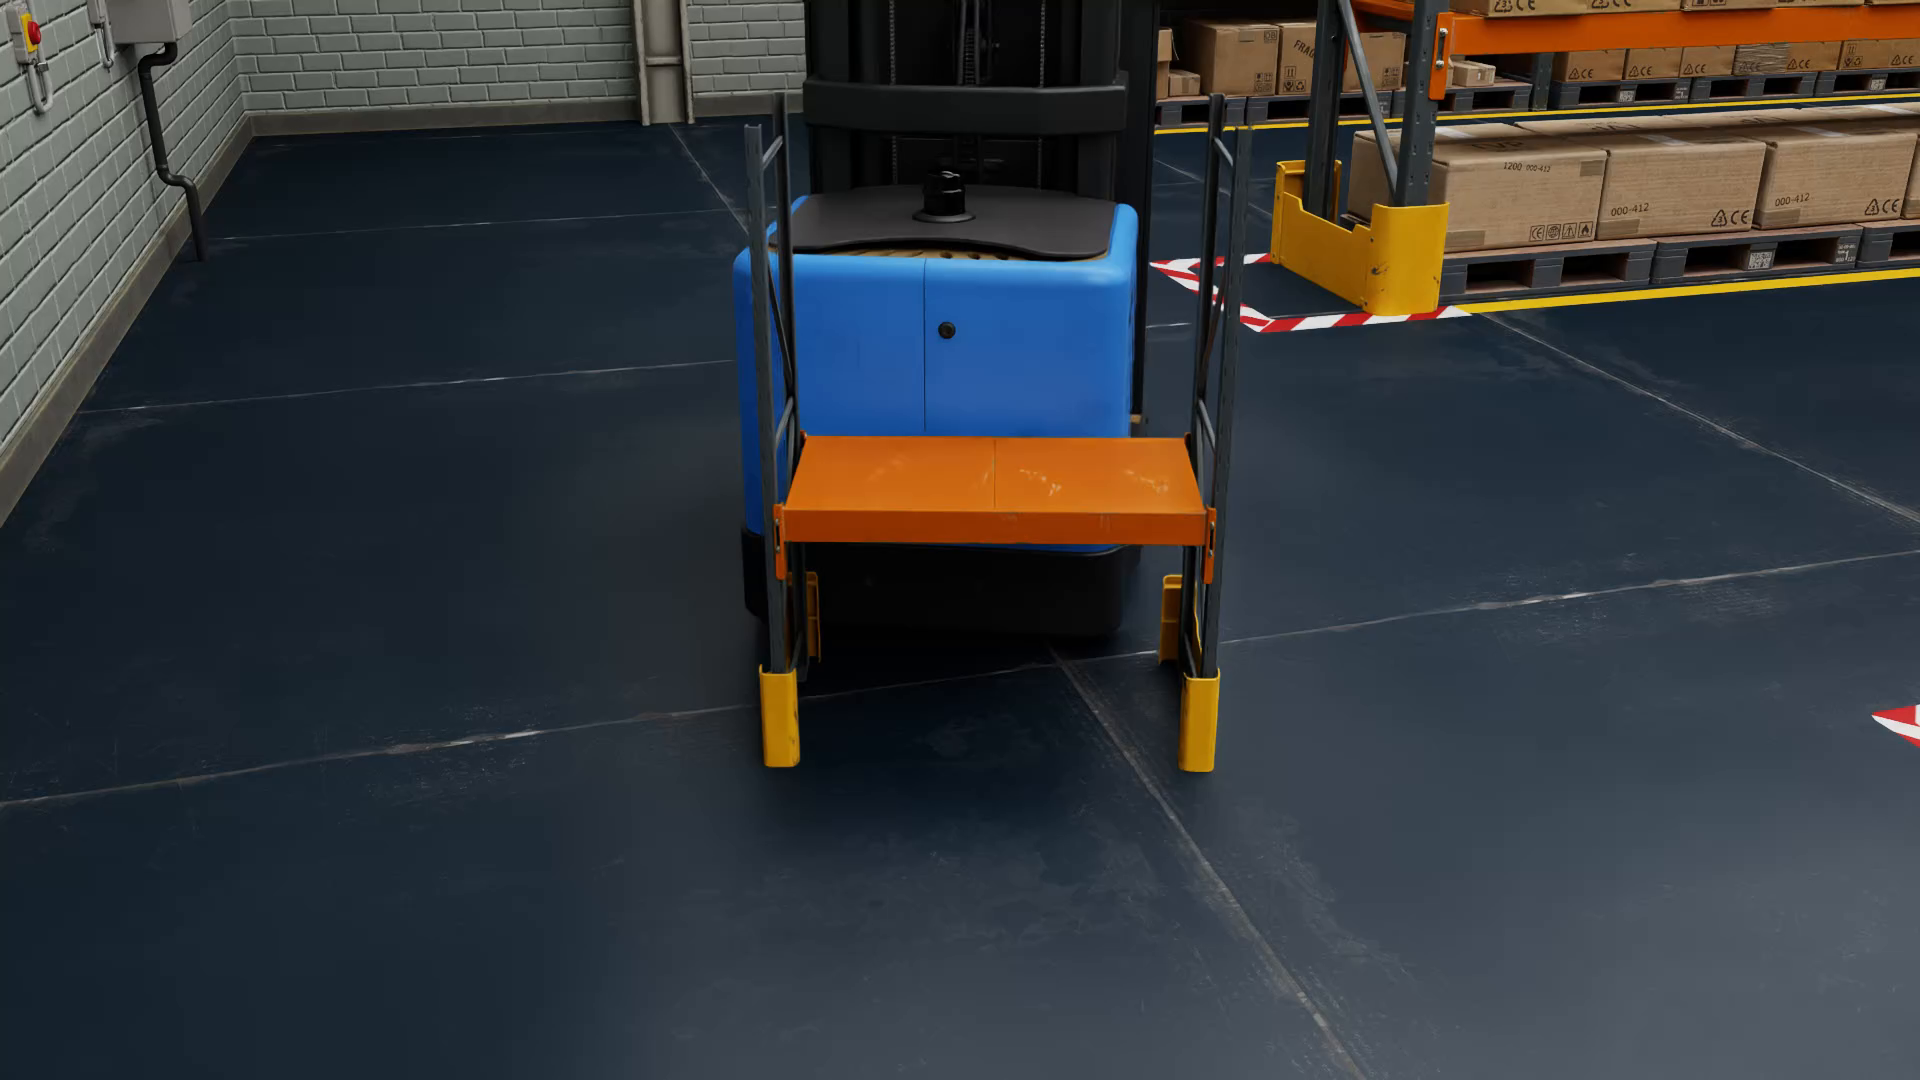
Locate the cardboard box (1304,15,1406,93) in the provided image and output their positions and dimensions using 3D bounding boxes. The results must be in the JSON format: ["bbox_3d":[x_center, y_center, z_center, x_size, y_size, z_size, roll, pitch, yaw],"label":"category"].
[{"bbox_3d":[3.042,-3.787,12.910,0.500,0.500,0.700,-7,24,-16],"label":"cardboard box"}]

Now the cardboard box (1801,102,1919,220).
[{"bbox_3d":[5.157,-2.058,8.960,0.875,0.438,0.875,-7,24,-15],"label":"cardboard box"}]

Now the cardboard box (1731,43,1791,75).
[{"bbox_3d":[6.465,-4.128,13.704,0.500,0.500,0.500,-7,24,-16],"label":"cardboard box"}]

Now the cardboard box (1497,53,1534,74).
[{"bbox_3d":[4.839,-4.162,13.783,0.500,0.500,0.500,-6,24,-15],"label":"cardboard box"}]

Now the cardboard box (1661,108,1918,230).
[{"bbox_3d":[4.295,-1.963,8.737,0.875,0.438,0.875,-7,24,-16],"label":"cardboard box"}]

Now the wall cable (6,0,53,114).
[{"bbox_3d":[-3.484,-2.515,5.978,0.123,1.953,0.585,-6,24,-14],"label":"wall cable"}]

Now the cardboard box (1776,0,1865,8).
[{"bbox_3d":[3.930,-2.802,7.850,0.500,0.500,0.500,-6,24,-13],"label":"cardboard box"}]

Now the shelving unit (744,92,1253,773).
[{"bbox_3d":[0.074,-0.255,3.943,1.083,1.500,0.587,0,23,1],"label":"shelving unit"}]

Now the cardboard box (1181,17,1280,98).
[{"bbox_3d":[2.042,-3.677,12.652,0.500,0.500,0.700,-5,24,-12],"label":"cardboard box"}]

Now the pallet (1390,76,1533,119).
[{"bbox_3d":[3.784,-3.599,13.369,1.213,0.211,1.003,-6,24,-14],"label":"pallet"}]

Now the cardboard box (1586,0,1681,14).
[{"bbox_3d":[2.958,-2.695,7.601,0.500,0.500,0.500,-7,24,-15],"label":"cardboard box"}]

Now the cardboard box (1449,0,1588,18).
[{"bbox_3d":[2.479,-2.631,7.450,0.500,0.500,0.500,-7,24,-15],"label":"cardboard box"}]

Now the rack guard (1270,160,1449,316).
[{"bbox_3d":[1.916,-1.491,8.092,0.348,0.500,1.175,-6,24,-14],"label":"rack guard"}]

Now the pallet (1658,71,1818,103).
[{"bbox_3d":[6.395,-3.904,14.080,1.213,0.211,1.003,-6,24,-14],"label":"pallet"}]

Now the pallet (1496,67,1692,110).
[{"bbox_3d":[5.219,-3.772,13.774,1.213,0.211,1.003,-6,24,-14],"label":"pallet"}]

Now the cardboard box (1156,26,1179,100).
[{"bbox_3d":[1.209,-3.602,12.473,0.637,0.503,0.797,-7,24,-16],"label":"cardboard box"}]

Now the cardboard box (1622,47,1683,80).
[{"bbox_3d":[5.482,-4.024,13.461,0.500,0.500,0.500,-7,24,-15],"label":"cardboard box"}]

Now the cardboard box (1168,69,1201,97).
[{"bbox_3d":[1.628,-3.469,12.614,0.250,0.149,0.380,-7,24,-16],"label":"cardboard box"}]

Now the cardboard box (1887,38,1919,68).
[{"bbox_3d":[7.948,-4.297,14.097,0.500,0.500,0.500,-6,24,-13],"label":"cardboard box"}]

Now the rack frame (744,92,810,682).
[{"bbox_3d":[-0.426,-0.260,3.953,0.032,1.500,0.500,0,23,1],"label":"rack frame"}]

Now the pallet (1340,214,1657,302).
[{"bbox_3d":[2.688,-1.476,8.423,1.213,0.211,1.003,-6,24,-14],"label":"pallet"}]

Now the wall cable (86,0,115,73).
[{"bbox_3d":[-3.878,-3.037,7.236,0.122,1.984,0.588,-6,24,-14],"label":"wall cable"}]

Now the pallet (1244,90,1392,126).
[{"bbox_3d":[2.607,-3.467,13.063,1.213,0.211,1.003,-6,24,-14],"label":"pallet"}]

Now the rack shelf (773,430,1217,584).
[{"bbox_3d":[0.083,-0.090,4.014,1.000,0.185,0.538,0,23,1],"label":"rack shelf"}]

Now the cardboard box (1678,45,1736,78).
[{"bbox_3d":[5.964,-4.075,13.581,0.500,0.500,0.500,-7,24,-16],"label":"cardboard box"}]

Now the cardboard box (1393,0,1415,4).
[{"bbox_3d":[2.332,-2.841,7.939,0.500,0.500,0.500,-6,24,-14],"label":"cardboard box"}]

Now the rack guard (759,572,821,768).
[{"bbox_3d":[-0.424,0.315,4.200,0.087,0.250,0.587,0,23,1],"label":"rack guard"}]

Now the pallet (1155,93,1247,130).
[{"bbox_3d":[1.435,-3.339,12.764,1.213,0.211,1.003,-6,24,-14],"label":"pallet"}]

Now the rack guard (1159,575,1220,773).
[{"bbox_3d":[0.571,0.323,4.179,0.087,0.250,0.587,0,23,1],"label":"rack guard"}]

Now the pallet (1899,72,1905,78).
[{"bbox_3d":[9.100,-4.170,14.702,1.213,0.211,1.003,-6,24,-14],"label":"pallet"}]

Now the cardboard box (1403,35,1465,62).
[{"bbox_3d":[3.746,-3.930,13.481,0.500,0.311,0.500,-5,24,-12],"label":"cardboard box"}]

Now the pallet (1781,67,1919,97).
[{"bbox_3d":[7.568,-4.032,14.380,1.213,0.211,1.003,-6,24,-14],"label":"pallet"}]

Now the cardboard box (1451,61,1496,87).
[{"bbox_3d":[3.989,-3.665,13.070,0.250,0.149,0.380,-7,24,-16],"label":"cardboard box"}]

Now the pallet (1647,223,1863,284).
[{"bbox_3d":[3.860,-1.605,8.722,1.213,0.211,1.003,-6,24,-14],"label":"pallet"}]

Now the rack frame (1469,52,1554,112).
[{"bbox_3d":[4.446,-4.953,12.989,0.127,3.000,1.000,-6,24,-14],"label":"rack frame"}]

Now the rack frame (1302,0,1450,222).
[{"bbox_3d":[1.939,-2.643,7.605,0.127,3.000,1.000,-6,24,-14],"label":"rack frame"}]

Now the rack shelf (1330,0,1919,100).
[{"bbox_3d":[3.864,-2.525,8.243,4.000,0.370,1.077,-6,24,-14],"label":"rack shelf"}]

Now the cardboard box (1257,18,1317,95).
[{"bbox_3d":[2.578,-3.695,12.695,0.500,0.500,0.500,-6,24,-13],"label":"cardboard box"}]

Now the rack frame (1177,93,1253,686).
[{"bbox_3d":[0.591,-0.251,3.933,0.032,1.500,0.500,0,23,1],"label":"rack frame"}]

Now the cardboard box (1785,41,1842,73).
[{"bbox_3d":[6.960,-4.191,13.850,0.500,0.500,0.500,-5,24,-12],"label":"cardboard box"}]

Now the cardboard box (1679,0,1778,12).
[{"bbox_3d":[3.453,-2.743,7.711,0.500,0.500,0.500,-6,24,-15],"label":"cardboard box"}]

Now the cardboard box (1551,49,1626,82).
[{"bbox_3d":[4.972,-3.963,13.320,0.500,0.500,0.500,-5,24,-12],"label":"cardboard box"}]

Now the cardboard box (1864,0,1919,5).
[{"bbox_3d":[4.439,-2.852,7.967,0.500,0.500,0.500,-7,24,-15],"label":"cardboard box"}]

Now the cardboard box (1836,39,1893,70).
[{"bbox_3d":[7.463,-4.247,13.982,0.500,0.500,0.500,-7,24,-15],"label":"cardboard box"}]

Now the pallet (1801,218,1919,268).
[{"bbox_3d":[5.037,-1.736,9.028,1.213,0.211,1.003,-6,24,-14],"label":"pallet"}]

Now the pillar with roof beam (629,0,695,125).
[{"bbox_3d":[-1.082,-5.704,7.132,0.400,9.000,9.100,-6,24,-14],"label":"pillar with roof beam"}]

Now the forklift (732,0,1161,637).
[{"bbox_3d":[0.098,-1.634,5.341,1.130,2.935,3.031,3,23,7],"label":"forklift"}]

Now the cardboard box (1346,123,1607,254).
[{"bbox_3d":[2.547,-1.767,8.280,0.875,0.438,0.875,-7,24,-16],"label":"cardboard box"}]

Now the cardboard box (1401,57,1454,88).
[{"bbox_3d":[3.645,-3.681,12.959,0.258,0.266,0.396,-5,24,-12],"label":"cardboard box"}]

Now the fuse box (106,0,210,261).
[{"bbox_3d":[-3.911,-2.254,8.334,0.414,1.711,0.539,-6,24,-14],"label":"fuse box"}]

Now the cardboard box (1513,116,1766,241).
[{"bbox_3d":[3.426,-1.867,8.514,0.875,0.438,0.875,-6,24,-13],"label":"cardboard box"}]
